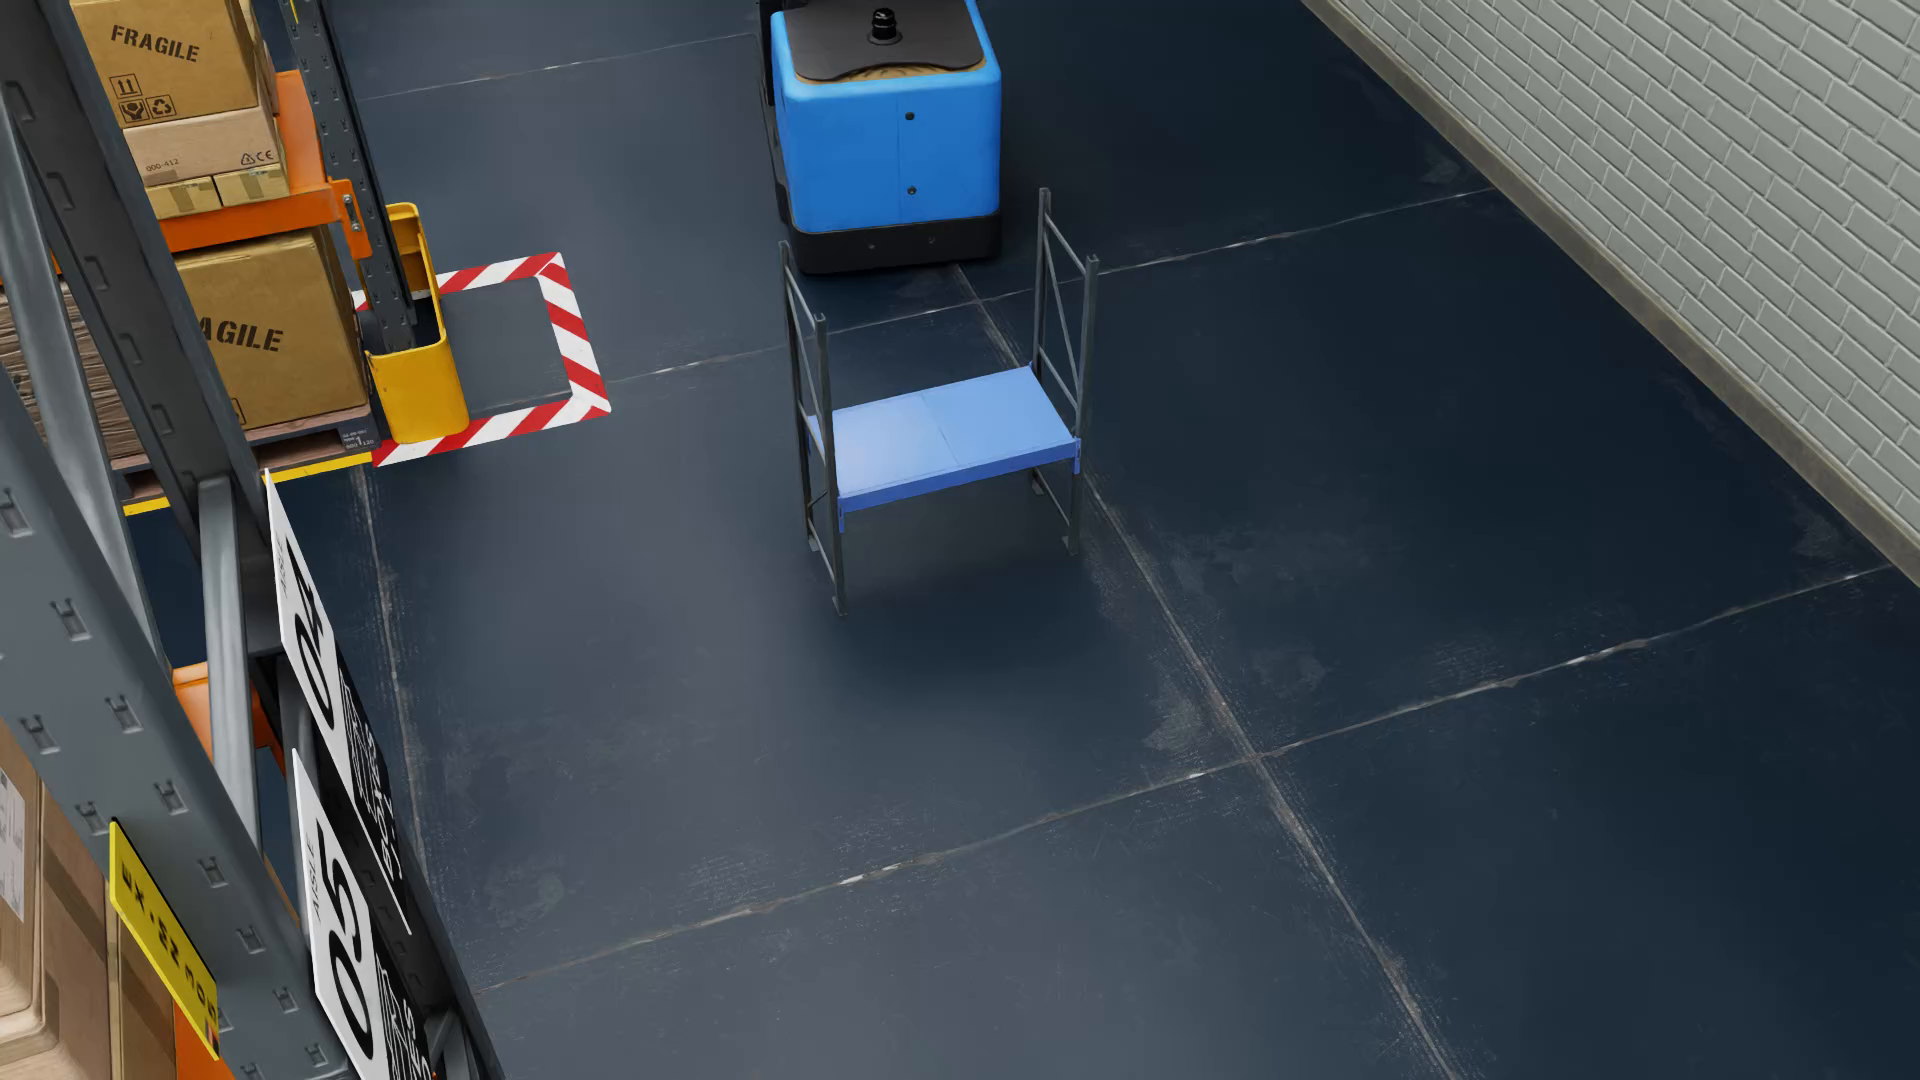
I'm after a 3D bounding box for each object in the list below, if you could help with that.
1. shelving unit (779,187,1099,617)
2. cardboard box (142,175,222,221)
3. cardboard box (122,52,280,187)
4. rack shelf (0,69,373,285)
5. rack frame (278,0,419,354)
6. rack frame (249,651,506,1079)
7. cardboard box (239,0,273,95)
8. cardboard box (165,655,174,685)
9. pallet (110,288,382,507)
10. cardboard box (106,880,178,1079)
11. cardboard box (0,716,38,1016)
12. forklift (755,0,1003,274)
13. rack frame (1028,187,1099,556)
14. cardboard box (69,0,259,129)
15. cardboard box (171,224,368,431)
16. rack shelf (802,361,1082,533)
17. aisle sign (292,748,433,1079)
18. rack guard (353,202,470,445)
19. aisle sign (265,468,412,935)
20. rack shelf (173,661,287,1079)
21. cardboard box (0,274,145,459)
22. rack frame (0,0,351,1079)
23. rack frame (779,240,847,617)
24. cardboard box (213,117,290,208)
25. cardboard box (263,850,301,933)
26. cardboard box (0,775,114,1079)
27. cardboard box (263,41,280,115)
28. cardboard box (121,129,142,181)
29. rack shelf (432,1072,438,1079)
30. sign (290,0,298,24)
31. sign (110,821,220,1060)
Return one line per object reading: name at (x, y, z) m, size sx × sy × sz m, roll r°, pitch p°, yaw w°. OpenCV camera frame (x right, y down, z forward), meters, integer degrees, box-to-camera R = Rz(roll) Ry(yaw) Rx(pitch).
shelving unit at (-0.080, -0.509, 6.508) m, size 1.048 × 1.500 × 0.538 m, roll -14°, pitch 47°, yaw -14°
cardboard box at (-3.068, -1.443, 6.557) m, size 0.250 × 0.149 × 0.380 m, roll -14°, pitch 47°, yaw -13°
cardboard box at (-2.967, -1.659, 6.490) m, size 0.500 × 0.250 × 0.500 m, roll -15°, pitch 47°, yaw -14°
rack shelf at (-4.482, -1.165, 6.610) m, size 4.000 × 0.370 × 1.077 m, roll -14°, pitch 47°, yaw -14°
rack frame at (-2.601, -1.900, 6.835) m, size 0.127 × 3.000 × 1.000 m, roll -14°, pitch 47°, yaw -14°
rack frame at (-1.012, 1.429, 3.517) m, size 0.127 × 3.000 × 1.000 m, roll -14°, pitch 47°, yaw -14°
cardboard box at (-3.144, -2.016, 6.847) m, size 0.500 × 0.250 × 0.500 m, roll -16°, pitch 47°, yaw -15°
cardboard box at (-1.521, 0.361, 2.570) m, size 0.500 × 0.250 × 0.500 m, roll -13°, pitch 46°, yaw -12°
pallet at (-3.327, -0.671, 7.579) m, size 1.213 × 0.211 × 1.003 m, roll -14°, pitch 47°, yaw -14°
cardboard box at (-1.350, 0.709, 2.223) m, size 0.500 × 0.250 × 0.500 m, roll -15°, pitch 47°, yaw -15°
cardboard box at (-1.225, 0.381, 1.915) m, size 0.250 × 0.149 × 0.380 m, roll -15°, pitch 47°, yaw -14°
forklift at (-0.547, -3.415, 8.394) m, size 1.130 × 2.935 × 3.031 m, roll -7°, pitch 46°, yaw -7°
rack frame at (0.398, -0.631, 6.629) m, size 0.032 × 1.500 × 0.500 m, roll -14°, pitch 47°, yaw -14°
cardboard box at (-2.970, -1.924, 6.226) m, size 0.500 × 0.500 × 0.500 m, roll -14°, pitch 47°, yaw -13°
cardboard box at (-3.176, -1.091, 7.232) m, size 0.875 × 0.875 × 0.875 m, roll -14°, pitch 47°, yaw -14°
rack shelf at (-0.080, -0.382, 6.635) m, size 1.000 × 0.185 × 0.538 m, roll -14°, pitch 47°, yaw -14°
aisle sign at (-0.842, 0.693, 2.415) m, size 0.004 × 0.787 × 0.394 m, roll -14°, pitch 47°, yaw -14°
rack guard at (-2.579, -1.023, 7.726) m, size 0.348 × 0.500 × 1.175 m, roll -14°, pitch 47°, yaw -14°
aisle sign at (-1.045, 0.294, 2.813) m, size 0.004 × 0.787 × 0.394 m, roll -14°, pitch 47°, yaw -14°
rack shelf at (-2.893, 1.105, 2.230) m, size 4.000 × 0.370 × 1.077 m, roll -14°, pitch 47°, yaw -14°
cardboard box at (-4.032, -0.872, 7.014) m, size 0.875 × 0.875 × 0.875 m, roll -14°, pitch 47°, yaw -14°
rack frame at (-1.012, -0.689, 1.393) m, size 0.127 × 3.000 × 1.000 m, roll -14°, pitch 47°, yaw -14°
rack frame at (-0.558, -0.387, 6.386) m, size 0.032 × 1.500 × 0.500 m, roll -14°, pitch 47°, yaw -14°
cardboard box at (-2.824, -1.506, 6.620) m, size 0.250 × 0.149 × 0.380 m, roll -14°, pitch 47°, yaw -13°
cardboard box at (-1.525, 0.867, 3.091) m, size 0.500 × 0.500 × 0.500 m, roll -15°, pitch 47°, yaw -14°
cardboard box at (-1.359, 0.527, 2.052) m, size 0.500 × 0.250 × 0.500 m, roll -16°, pitch 47°, yaw -15°
cardboard box at (-3.047, -1.946, 7.058) m, size 0.250 × 0.149 × 0.380 m, roll -14°, pitch 47°, yaw -13°
cardboard box at (-3.444, -1.537, 6.369) m, size 0.500 × 0.250 × 0.500 m, roll -15°, pitch 47°, yaw -15°
rack shelf at (-2.893, 2.164, 3.293) m, size 4.000 × 0.370 × 1.077 m, roll -14°, pitch 47°, yaw -14°
sign at (-2.430, -2.027, 5.977) m, size 0.005 × 0.325 × 0.100 m, roll -14°, pitch 47°, yaw -14°
sign at (-0.843, 0.432, 1.768) m, size 0.005 × 0.325 × 0.100 m, roll -14°, pitch 47°, yaw -14°
